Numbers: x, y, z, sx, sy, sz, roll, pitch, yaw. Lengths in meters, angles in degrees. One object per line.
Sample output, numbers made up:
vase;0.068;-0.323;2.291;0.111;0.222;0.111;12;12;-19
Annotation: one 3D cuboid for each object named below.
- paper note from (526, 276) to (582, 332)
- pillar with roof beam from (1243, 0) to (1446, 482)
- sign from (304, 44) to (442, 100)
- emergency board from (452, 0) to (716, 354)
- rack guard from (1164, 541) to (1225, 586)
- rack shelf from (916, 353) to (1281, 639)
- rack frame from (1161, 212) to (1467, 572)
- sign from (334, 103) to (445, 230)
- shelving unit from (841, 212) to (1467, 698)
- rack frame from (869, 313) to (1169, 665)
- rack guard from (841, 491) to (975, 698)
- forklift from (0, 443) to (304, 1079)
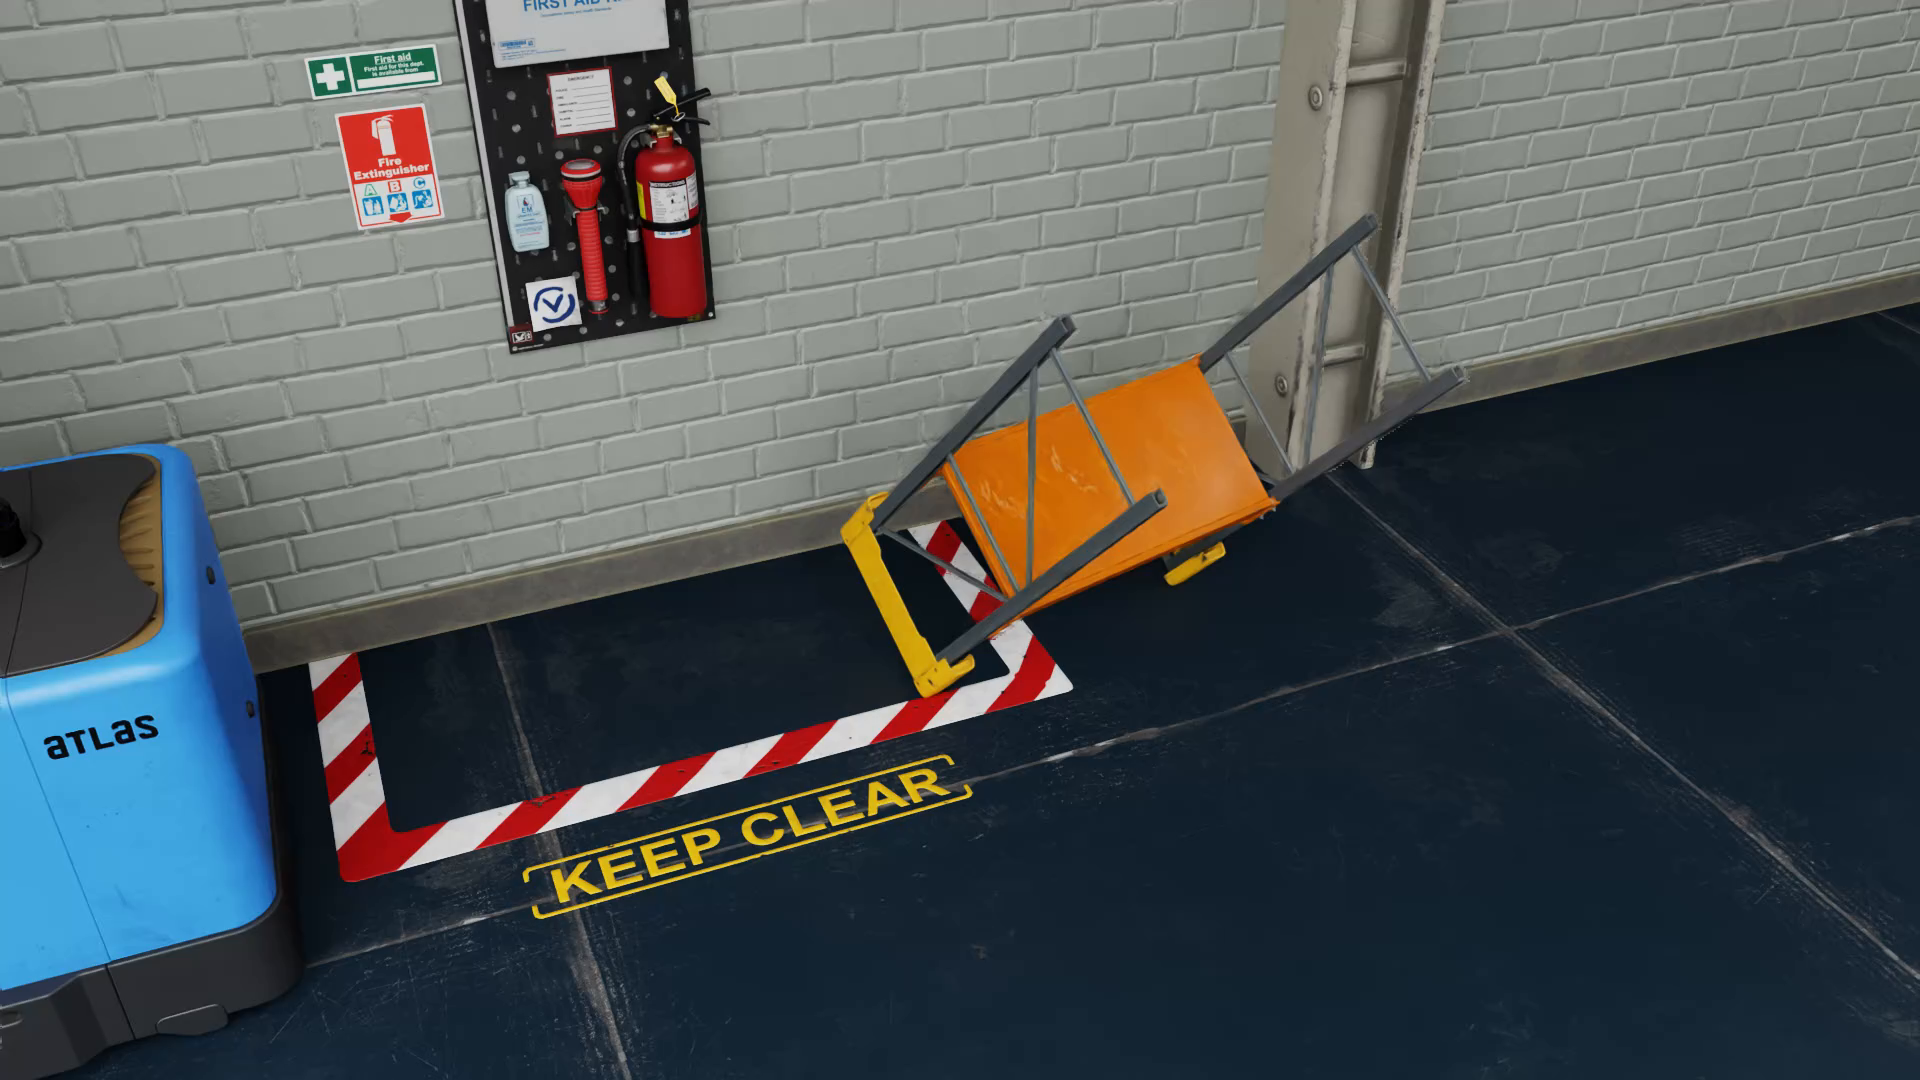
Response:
paper note;-1.189;-0.692;4.870;0.142;0.148;0.016;-13;35;-19
pillar with roof beam;2.961;-1.916;0.443;0.400;9.000;9.100;-13;35;-19
sign;-1.541;-1.232;4.375;0.331;0.109;0.001;-13;35;-19
emergency board;-0.999;-1.064;4.634;0.643;1.169;0.194;-13;35;-19
rack guard;0.644;-0.158;5.455;0.087;0.250;0.587;-22;80;-29
rack shelf;0.404;-0.145;4.825;1.000;0.185;0.538;-22;80;-29
rack frame;0.884;-0.372;4.919;0.032;1.500;0.500;-22;80;-29
sign;-1.548;-1.014;4.525;0.234;0.329;0.001;-13;35;-19
shelving unit;0.480;-0.209;4.675;1.083;1.500;0.587;-22;80;-29
rack frame;0.062;-0.041;4.421;0.032;1.500;0.500;-22;80;-29
rack guard;-0.161;0.166;4.968;0.087;0.250;0.587;-22;80;-29
forklift;-3.156;-0.041;3.126;3.031;2.935;1.130;-13;35;-19
